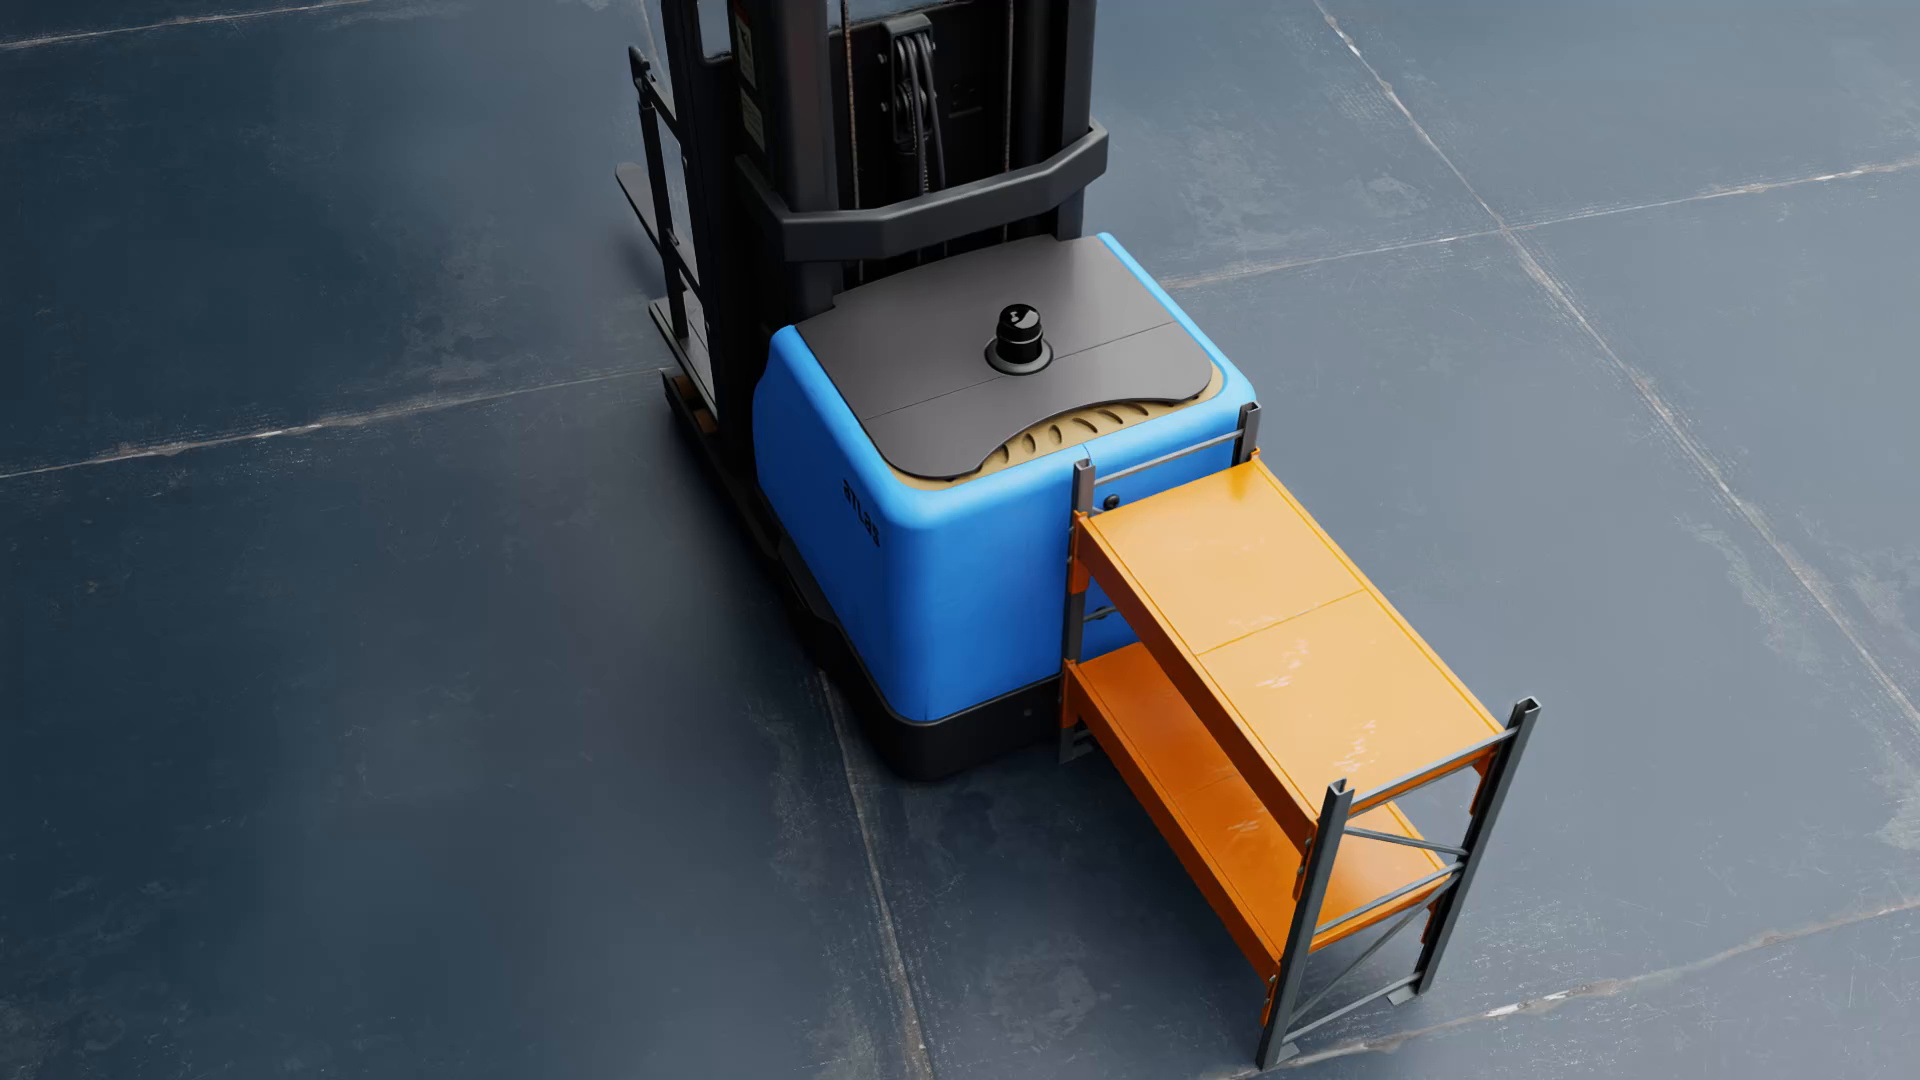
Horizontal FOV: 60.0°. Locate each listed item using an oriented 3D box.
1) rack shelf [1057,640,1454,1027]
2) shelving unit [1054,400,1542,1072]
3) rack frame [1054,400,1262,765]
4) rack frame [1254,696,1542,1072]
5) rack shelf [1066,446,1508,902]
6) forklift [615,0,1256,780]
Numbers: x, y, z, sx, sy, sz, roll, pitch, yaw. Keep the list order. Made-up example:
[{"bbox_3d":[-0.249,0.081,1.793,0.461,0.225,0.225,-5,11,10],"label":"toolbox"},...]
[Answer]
[{"bbox_3d":[0.718,0.642,4.176,0.538,0.278,1.000,-19,49,-18],"label":"rack shelf"},{"bbox_3d":[0.718,0.471,4.001,0.538,1.125,1.048,-19,49,-18],"label":"shelving unit"},{"bbox_3d":[0.494,0.145,4.320,0.500,1.125,0.032,-19,49,-18],"label":"rack frame"},{"bbox_3d":[0.942,0.797,3.682,0.500,1.125,0.032,-19,49,-18],"label":"rack frame"},{"bbox_3d":[0.718,0.266,3.792,0.538,0.278,1.000,-19,49,-18],"label":"rack shelf"},{"bbox_3d":[-0.345,-1.433,4.602,1.130,2.935,3.031,-19,49,-18],"label":"forklift"}]
